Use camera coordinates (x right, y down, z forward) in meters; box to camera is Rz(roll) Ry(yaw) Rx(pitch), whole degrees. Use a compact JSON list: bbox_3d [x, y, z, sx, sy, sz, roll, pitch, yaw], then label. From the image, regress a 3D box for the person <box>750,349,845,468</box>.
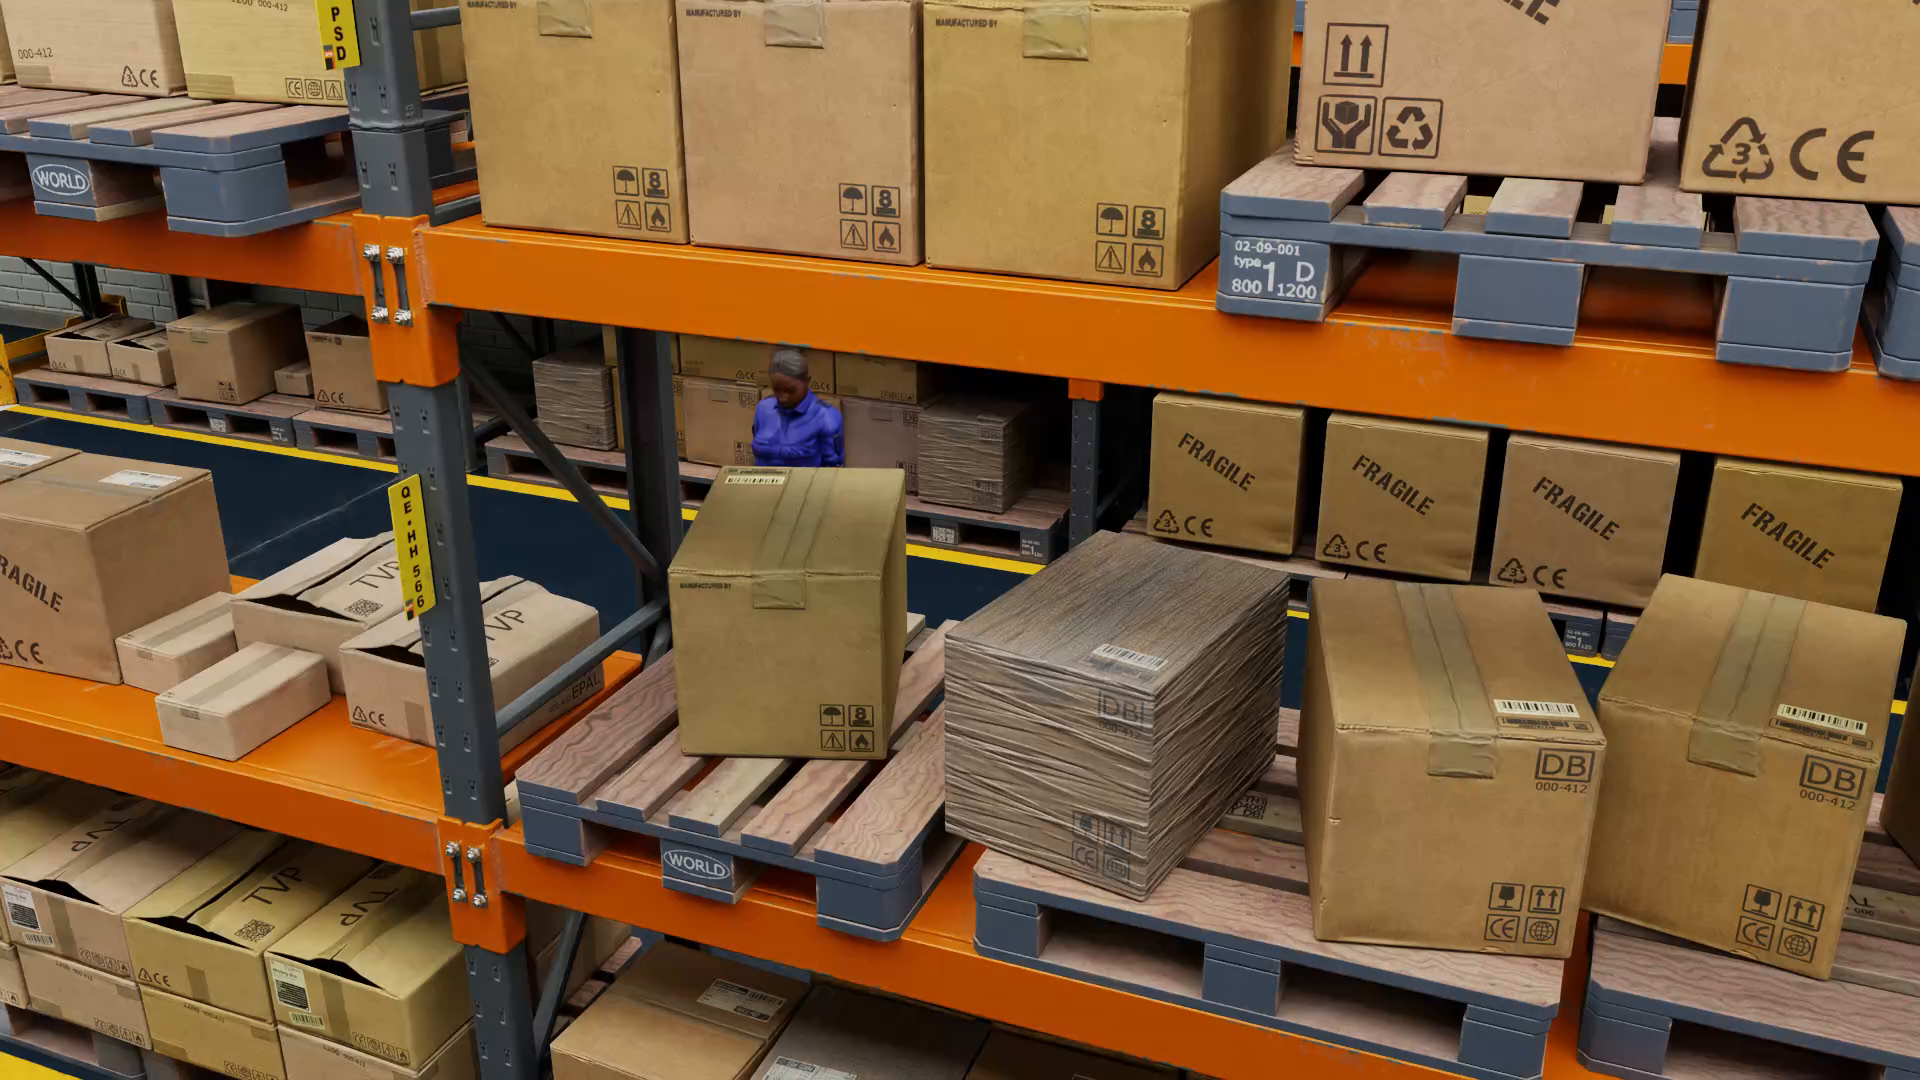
[{"bbox_3d":[-0.702,-0.048,7.246,0.443,1.643,0.314,9,24,21],"label":"person"}]
